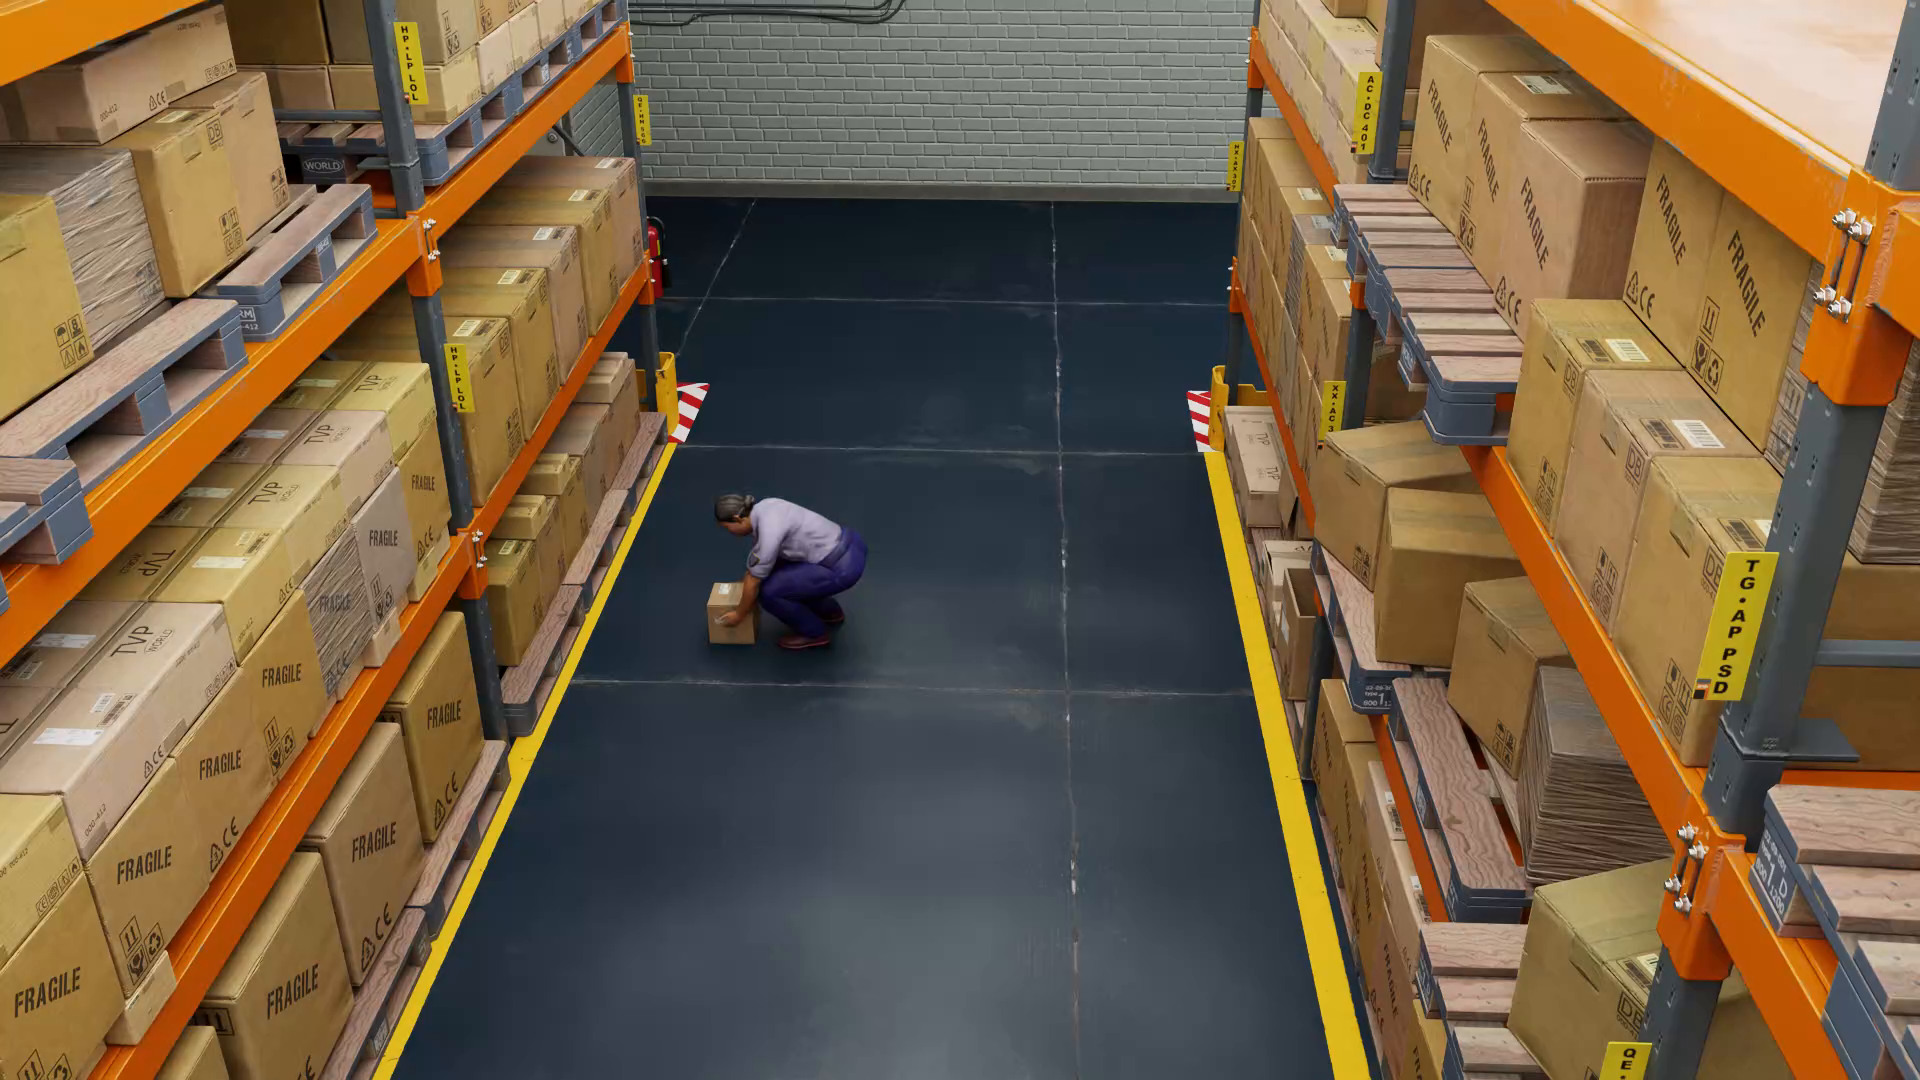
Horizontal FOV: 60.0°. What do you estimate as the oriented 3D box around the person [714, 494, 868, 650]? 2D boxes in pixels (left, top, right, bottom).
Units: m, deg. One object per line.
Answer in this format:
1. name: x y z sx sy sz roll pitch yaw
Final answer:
1. person: -0.924 0.145 9.184 0.821 0.885 0.526 1 28 2
